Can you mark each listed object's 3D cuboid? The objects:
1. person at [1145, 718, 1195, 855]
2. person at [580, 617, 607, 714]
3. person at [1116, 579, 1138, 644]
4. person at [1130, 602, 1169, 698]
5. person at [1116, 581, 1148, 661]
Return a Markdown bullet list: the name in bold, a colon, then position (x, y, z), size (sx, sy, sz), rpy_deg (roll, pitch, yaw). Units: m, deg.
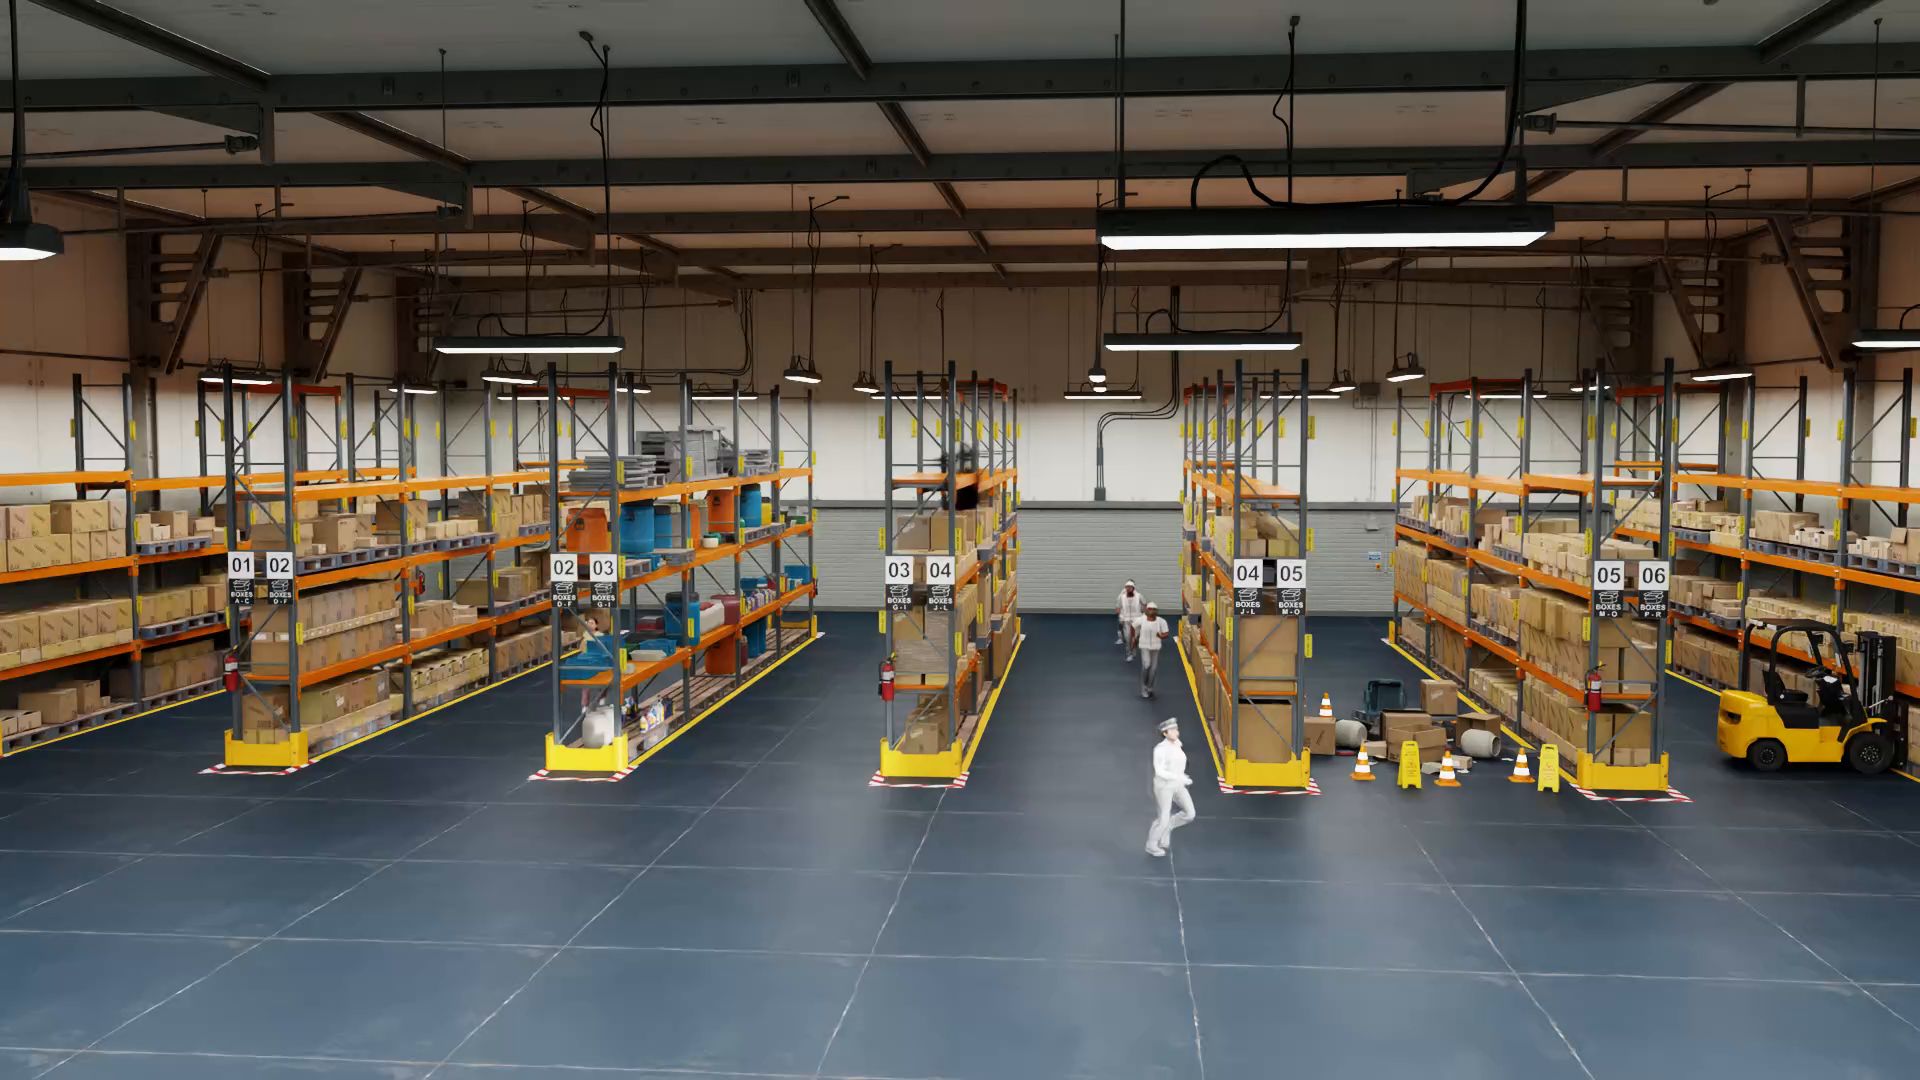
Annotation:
- **person**: position (2.493, 2.886, 19.469), size (0.635, 1.648, 0.699), rpy_deg (-3, 5, -42)
- **person**: position (-6.527, 2.197, 29.566), size (0.573, 1.659, 0.964), rpy_deg (0, 4, 4)
- **person**: position (3.908, 1.680, 38.934), size (0.568, 1.524, 0.475), rpy_deg (1, 4, 19)
- **person**: position (3.583, 2.068, 31.271), size (0.684, 1.802, 0.696), rpy_deg (0, 4, -3)
- **person**: position (3.711, 1.766, 36.025), size (0.690, 1.739, 0.525), rpy_deg (1, 4, 11)
